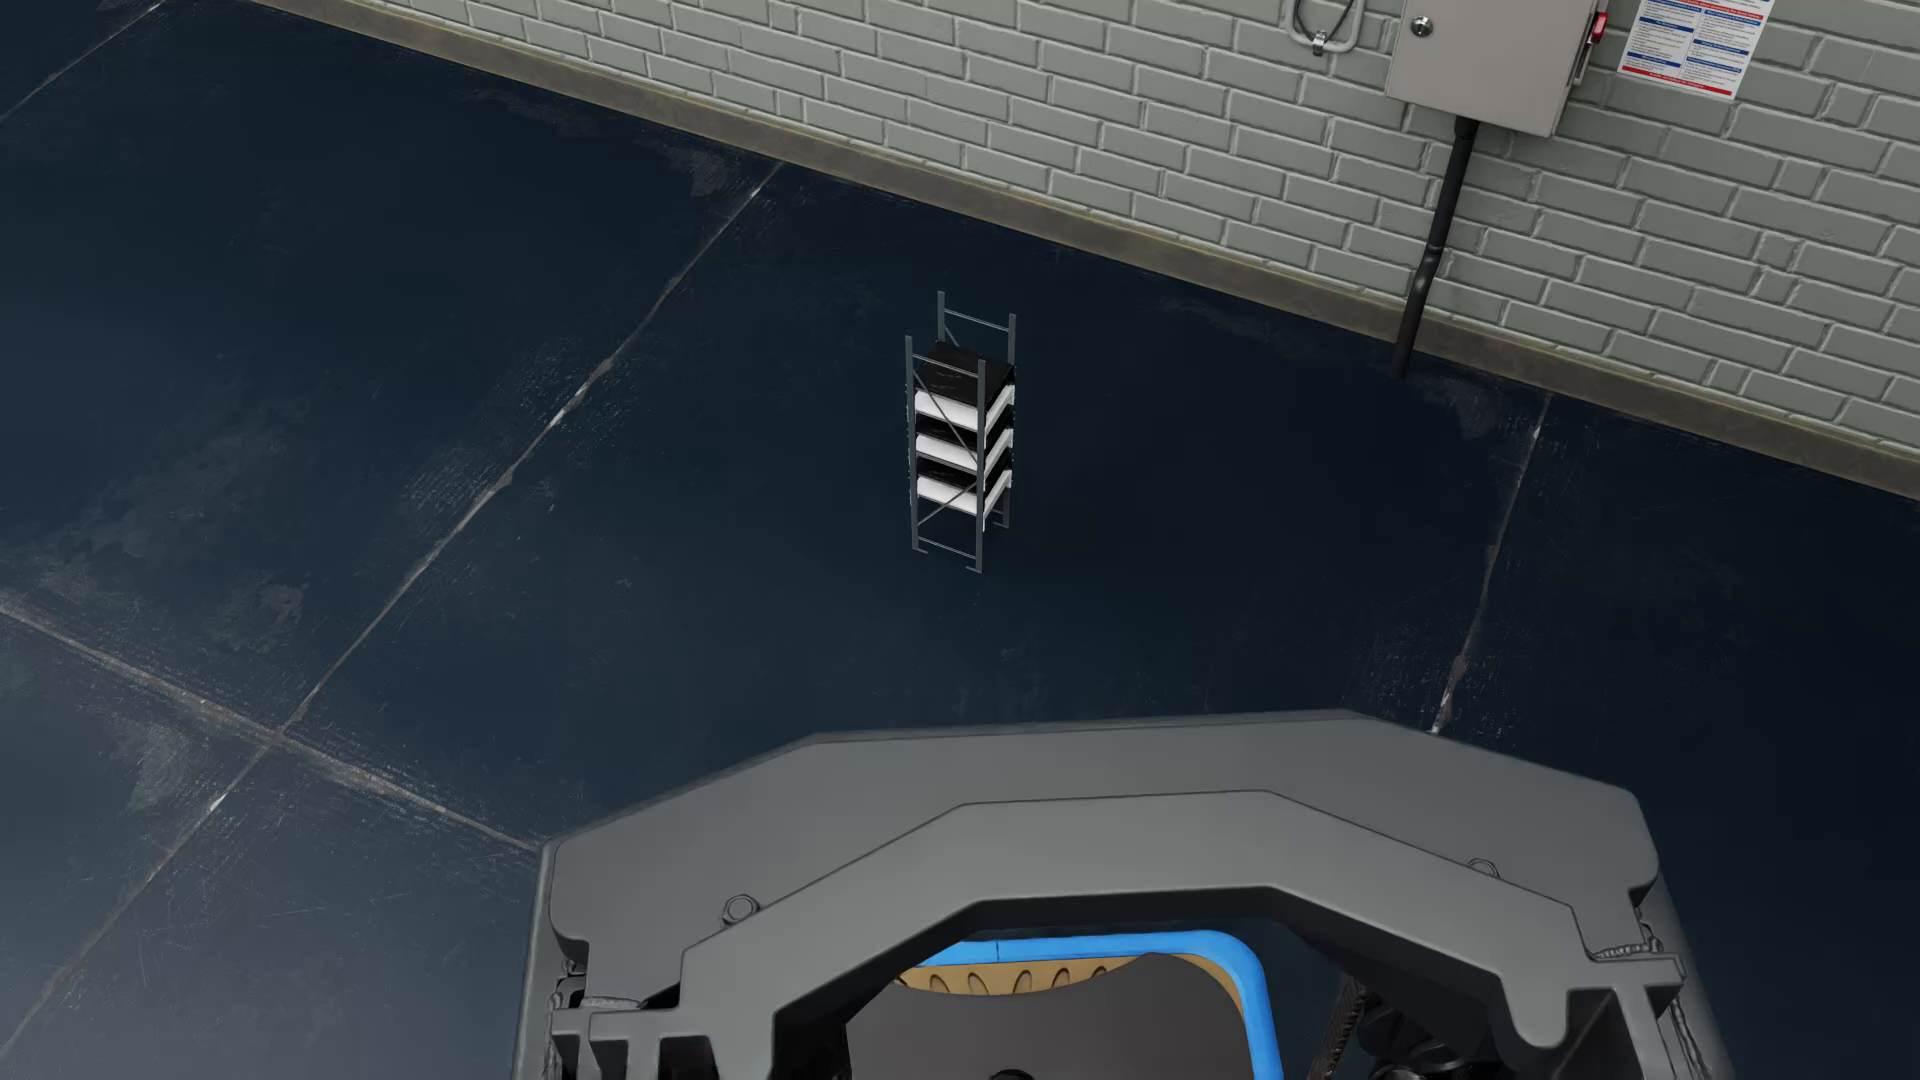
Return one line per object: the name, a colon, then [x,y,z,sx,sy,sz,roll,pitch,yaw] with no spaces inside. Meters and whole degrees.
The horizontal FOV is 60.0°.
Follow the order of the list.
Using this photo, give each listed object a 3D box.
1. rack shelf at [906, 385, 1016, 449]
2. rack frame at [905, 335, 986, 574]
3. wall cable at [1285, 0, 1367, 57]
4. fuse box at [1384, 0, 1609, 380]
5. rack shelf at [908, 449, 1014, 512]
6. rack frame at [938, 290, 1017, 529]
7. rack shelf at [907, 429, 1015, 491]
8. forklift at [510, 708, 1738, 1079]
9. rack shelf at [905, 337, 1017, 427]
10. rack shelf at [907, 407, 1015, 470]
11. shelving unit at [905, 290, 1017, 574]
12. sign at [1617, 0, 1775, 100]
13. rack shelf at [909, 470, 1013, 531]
rack shelf: [0.003,-0.392,4.800,0.258,0.077,0.200,20,52,16]
rack frame: [-0.040,-0.227,4.852,0.240,0.900,0.006,20,52,16]
wall cable: [0.967,-2.173,4.463,0.588,1.984,0.122,20,52,16]
fuse box: [1.517,-1.096,5.059,0.539,1.711,0.414,20,52,16]
rack shelf: [0.003,-0.217,5.006,0.258,0.077,0.200,20,52,16]
rack frame: [0.047,-0.367,4.972,0.240,0.900,0.006,20,52,16]
rack shelf: [0.003,-0.276,4.937,0.258,0.077,0.200,20,52,16]
forklift: [0.151,1.641,1.929,1.130,2.935,3.031,-2,50,-2]
rack shelf: [0.003,-0.451,4.732,0.258,0.077,0.200,20,52,16]
rack shelf: [0.003,-0.334,4.869,0.258,0.077,0.200,20,52,16]
shelving unit: [0.003,-0.297,4.912,0.258,0.900,0.210,20,52,16]
sign: [2.052,-1.465,4.589,0.329,0.494,0.001,20,52,16]
rack shelf: [0.003,-0.159,5.075,0.258,0.077,0.200,20,52,16]
